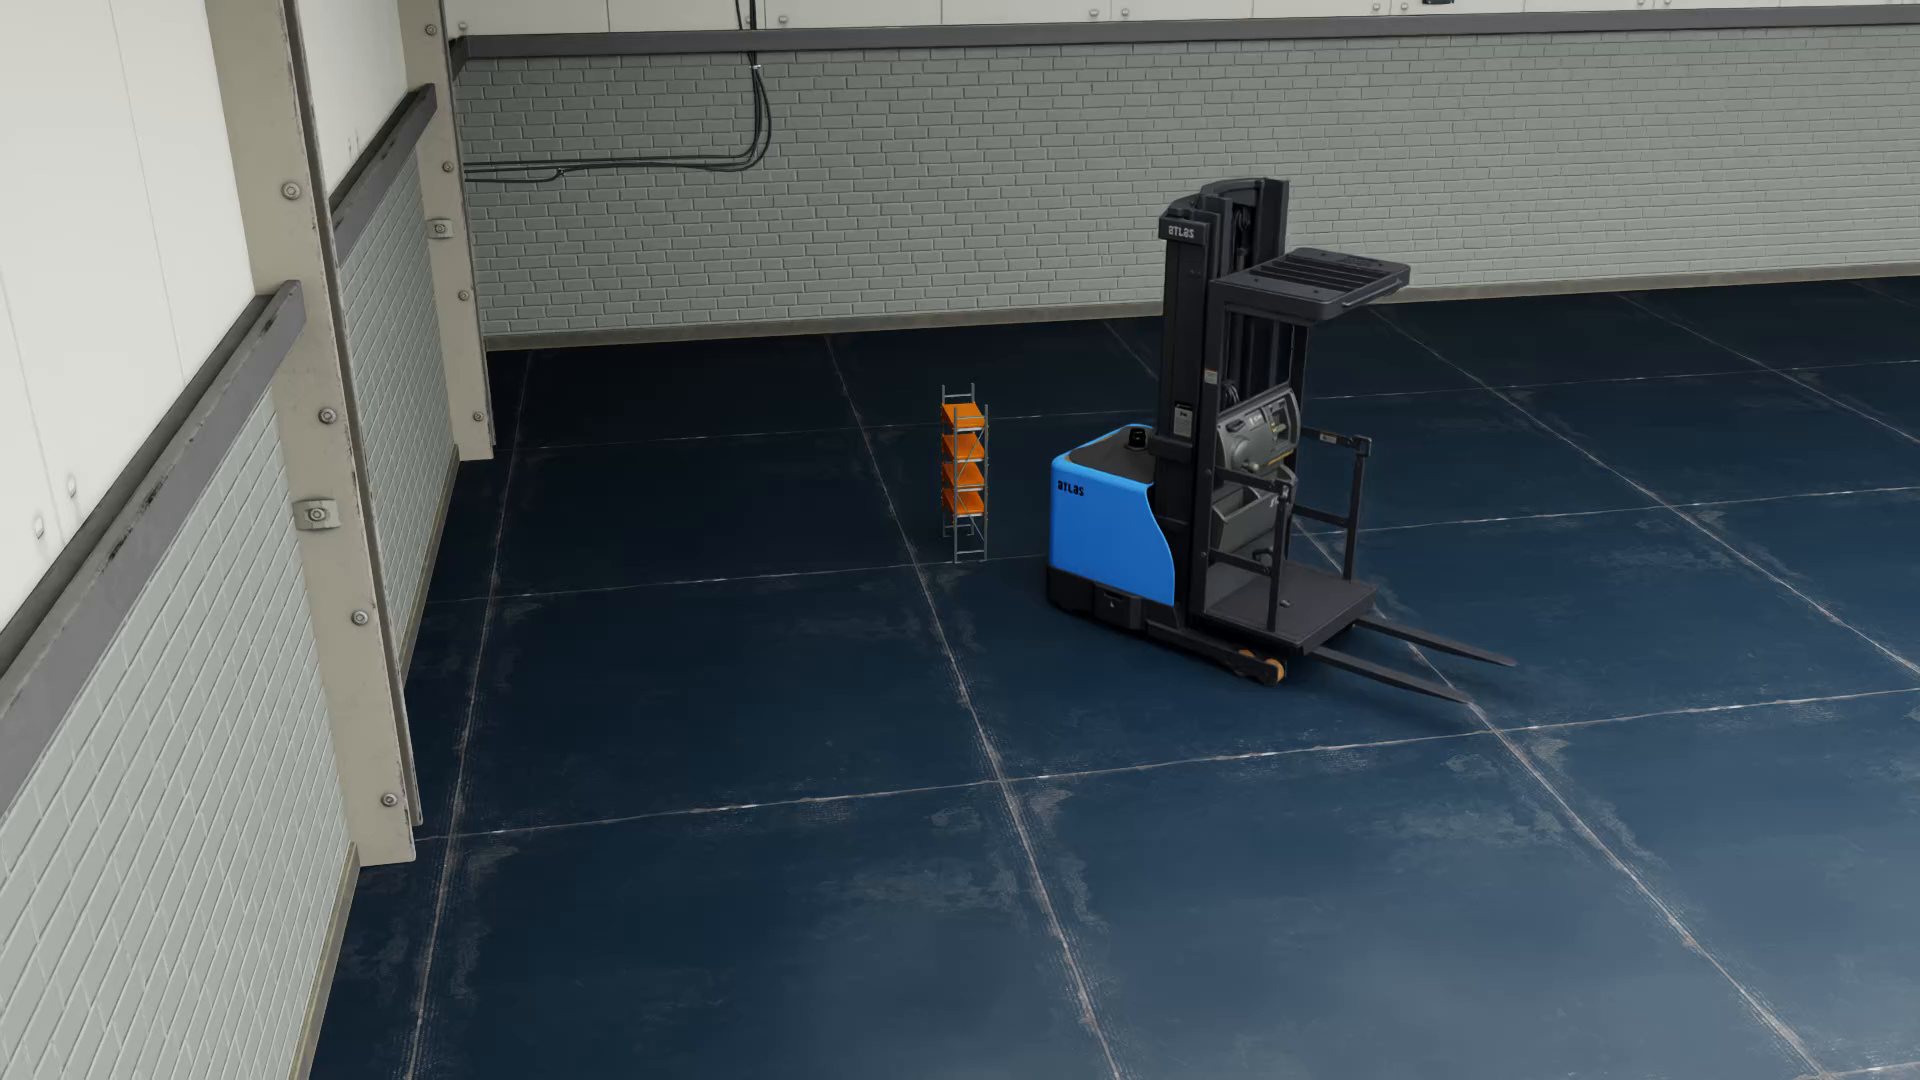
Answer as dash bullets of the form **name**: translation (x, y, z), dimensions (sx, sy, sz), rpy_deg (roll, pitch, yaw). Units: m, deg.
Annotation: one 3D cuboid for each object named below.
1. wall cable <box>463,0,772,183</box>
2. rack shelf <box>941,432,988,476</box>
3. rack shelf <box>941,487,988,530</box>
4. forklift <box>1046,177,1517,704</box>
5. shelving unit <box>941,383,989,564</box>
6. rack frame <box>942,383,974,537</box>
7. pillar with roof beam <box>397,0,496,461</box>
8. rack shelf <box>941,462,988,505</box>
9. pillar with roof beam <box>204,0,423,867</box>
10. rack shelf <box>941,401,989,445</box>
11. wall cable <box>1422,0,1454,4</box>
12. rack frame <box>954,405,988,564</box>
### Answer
- **wall cable**: translation (-3.384, -4.712, 15.918), dimensions (3.097, 2.526, 0.112), rpy_deg (-4, 24, -10)
- **rack shelf**: translation (0.031, -0.628, 12.041), dimensions (0.258, 0.148, 0.480), rpy_deg (-4, 24, -10)
- **rack shelf**: translation (0.031, -0.241, 12.210), dimensions (0.258, 0.148, 0.480), rpy_deg (-4, 24, -10)
- **forklift**: translation (2.046, -0.671, 10.366), dimensions (3.031, 2.935, 1.130), rpy_deg (18, 30, 36)
- **shelving unit**: translation (0.031, -0.485, 12.103), dimensions (0.258, 1.200, 0.503), rpy_deg (-4, 24, -10)
- **rack frame**: translation (-0.014, -0.581, 12.323), dimensions (0.240, 1.200, 0.015), rpy_deg (-4, 24, -10)
- **pillar with roof beam**: translation (0.092, -5.197, 13.149), dimensions (9.100, 9.000, 0.400), rpy_deg (-4, 24, -10)
- **rack shelf**: translation (0.031, -0.423, 12.130), dimensions (0.258, 0.148, 0.480), rpy_deg (-4, 24, -10)
- **pillar with roof beam**: translation (1.202, -2.837, 7.745), dimensions (9.100, 9.000, 0.400), rpy_deg (-4, 24, -10)
- **rack shelf**: translation (0.031, -0.845, 11.946), dimensions (0.258, 0.148, 0.480), rpy_deg (-4, 24, -10)
- **wall cable**: translation (5.949, -8.390, 16.211), dimensions (2.305, 6.003, 0.169), rpy_deg (-4, 24, -10)
- **rack frame**: translation (0.076, -0.389, 11.884), dimensions (0.240, 1.200, 0.015), rpy_deg (-4, 24, -10)
